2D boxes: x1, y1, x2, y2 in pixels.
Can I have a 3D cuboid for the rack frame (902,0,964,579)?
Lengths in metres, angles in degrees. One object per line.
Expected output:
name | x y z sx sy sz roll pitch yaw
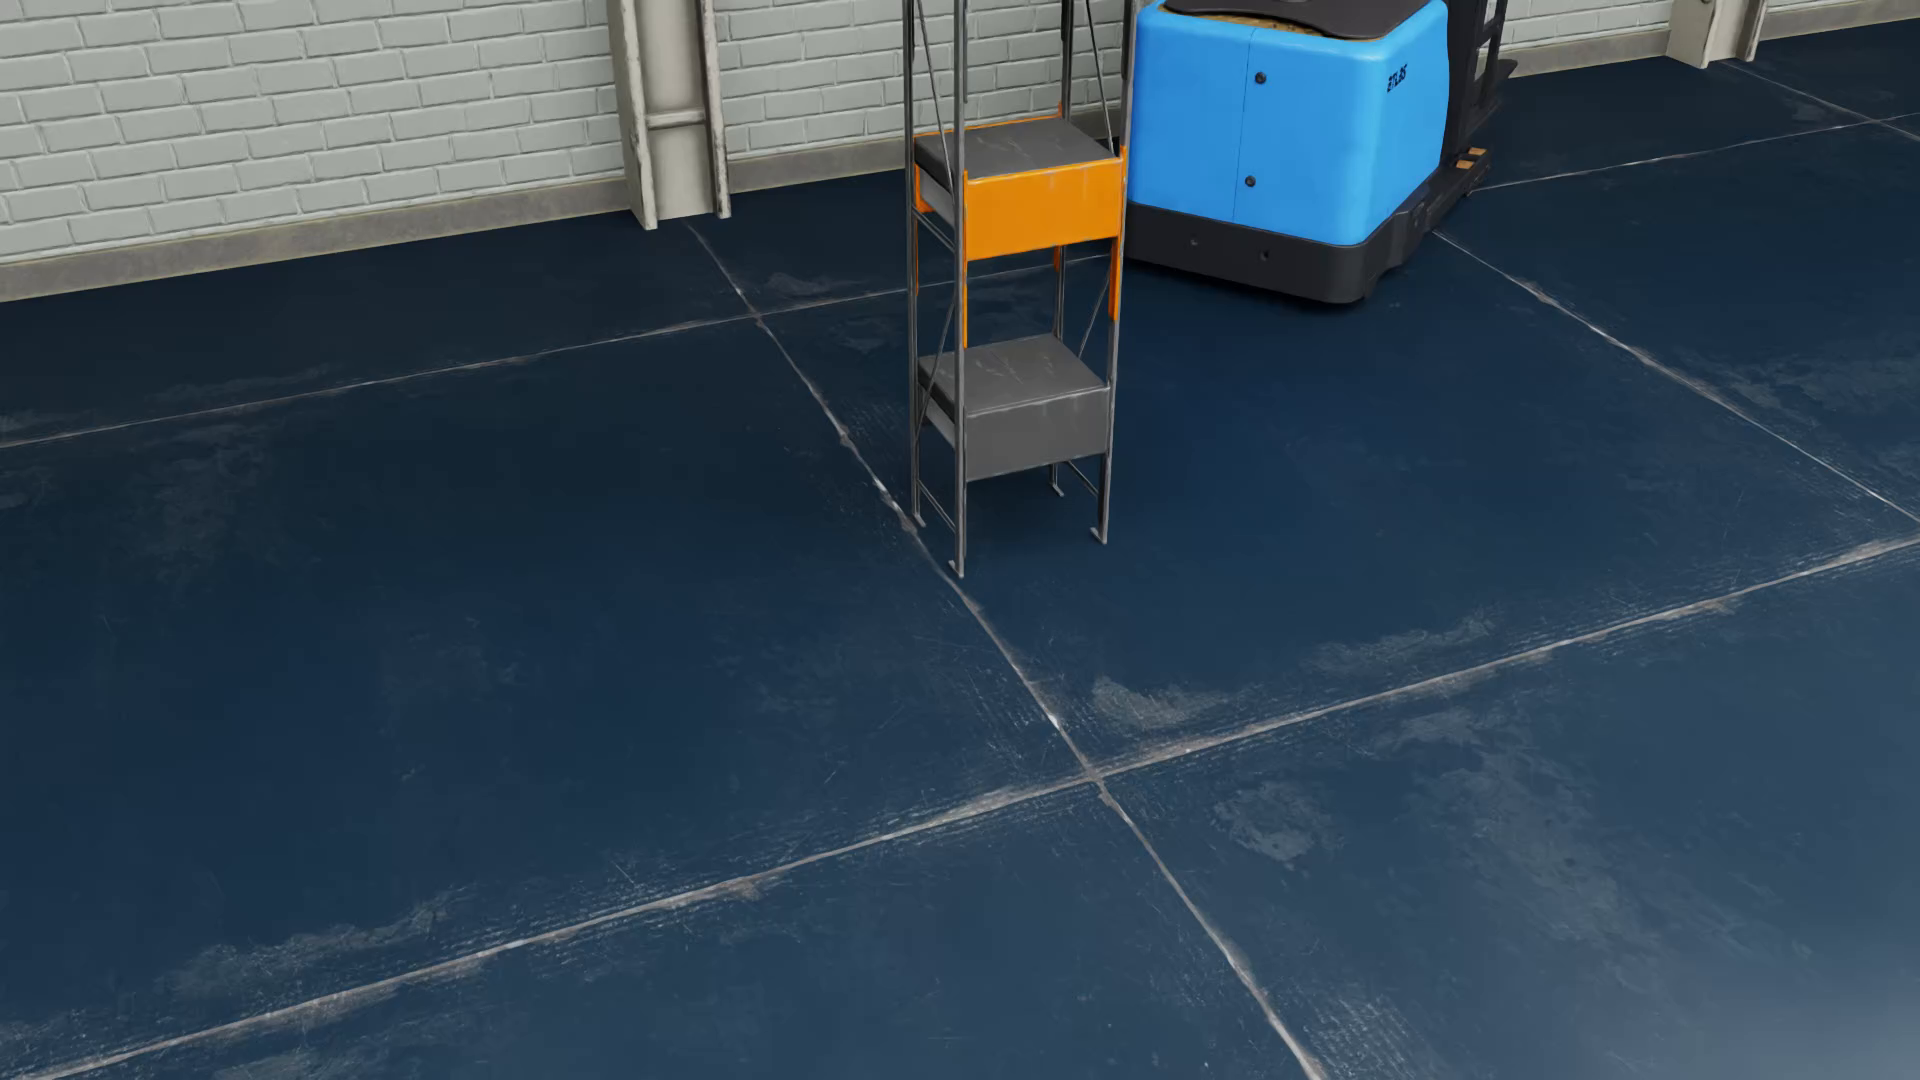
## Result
rack frame | -0.072 -0.864 4.652 0.015 2.100 0.400 -13 35 -19

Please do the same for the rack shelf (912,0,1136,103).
rack shelf | 0.153 -1.490 4.357 0.480 0.518 0.431 -13 35 -19

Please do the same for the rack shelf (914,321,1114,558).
rack shelf | 0.153 -0.317 5.120 0.480 0.518 0.431 -13 35 -19

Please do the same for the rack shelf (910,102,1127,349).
rack shelf | 0.153 -0.904 4.738 0.480 0.518 0.431 -13 35 -19

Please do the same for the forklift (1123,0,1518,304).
forklift | 1.851 -2.932 7.068 1.130 2.935 3.031 18 37 25

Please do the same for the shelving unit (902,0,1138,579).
shelving unit | 0.153 -0.915 4.731 0.503 2.100 0.431 -13 35 -19

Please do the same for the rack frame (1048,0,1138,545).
rack frame | 0.378 -0.967 4.810 0.015 2.100 0.400 -13 35 -19

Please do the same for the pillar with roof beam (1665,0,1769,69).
pillar with roof beam | 5.930 -4.363 3.705 0.400 9.000 9.100 -13 35 -19

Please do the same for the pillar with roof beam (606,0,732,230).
pillar with roof beam | 0.398 -3.096 1.758 0.400 9.000 9.100 -13 35 -19
